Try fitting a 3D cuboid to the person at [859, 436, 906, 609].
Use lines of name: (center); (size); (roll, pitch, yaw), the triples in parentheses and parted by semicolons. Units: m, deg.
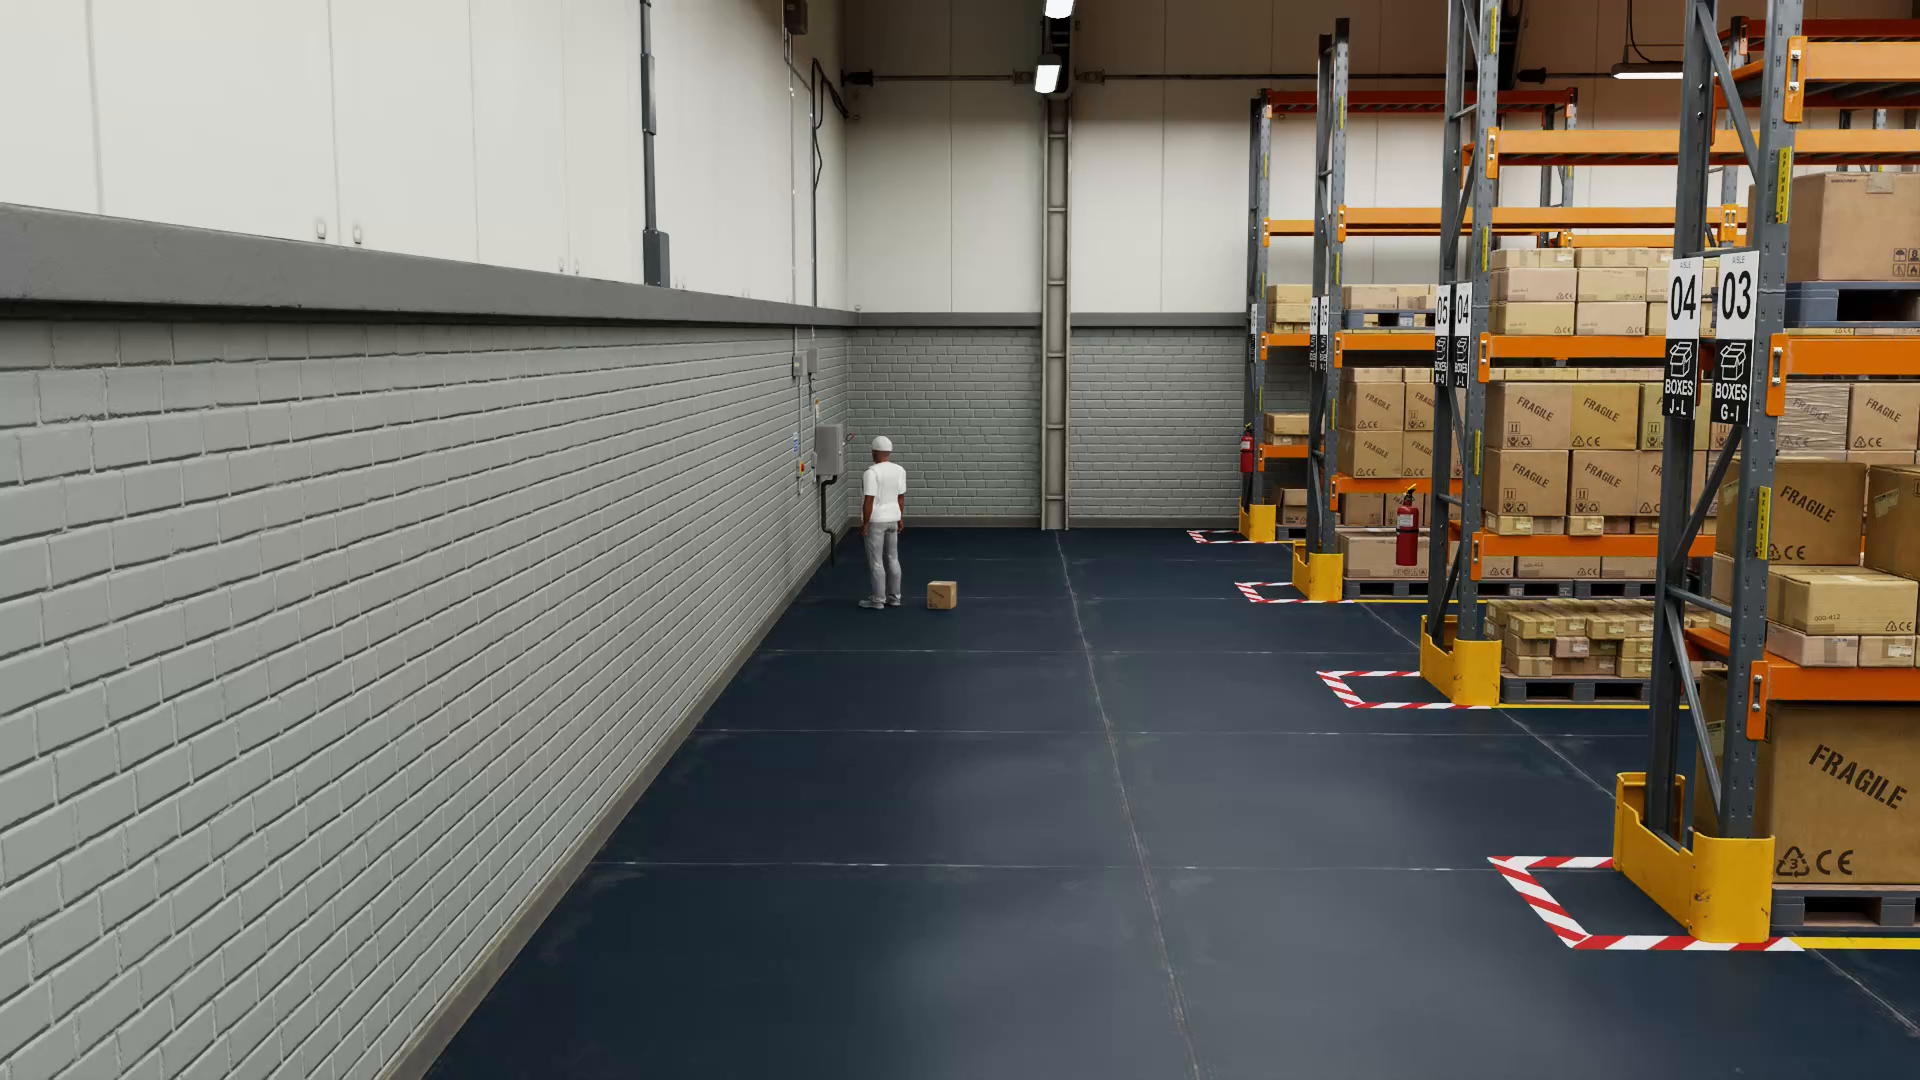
person: (-0.823, -0.186, 17.126); (0.366, 1.771, 0.550); (7, 10, 44)
